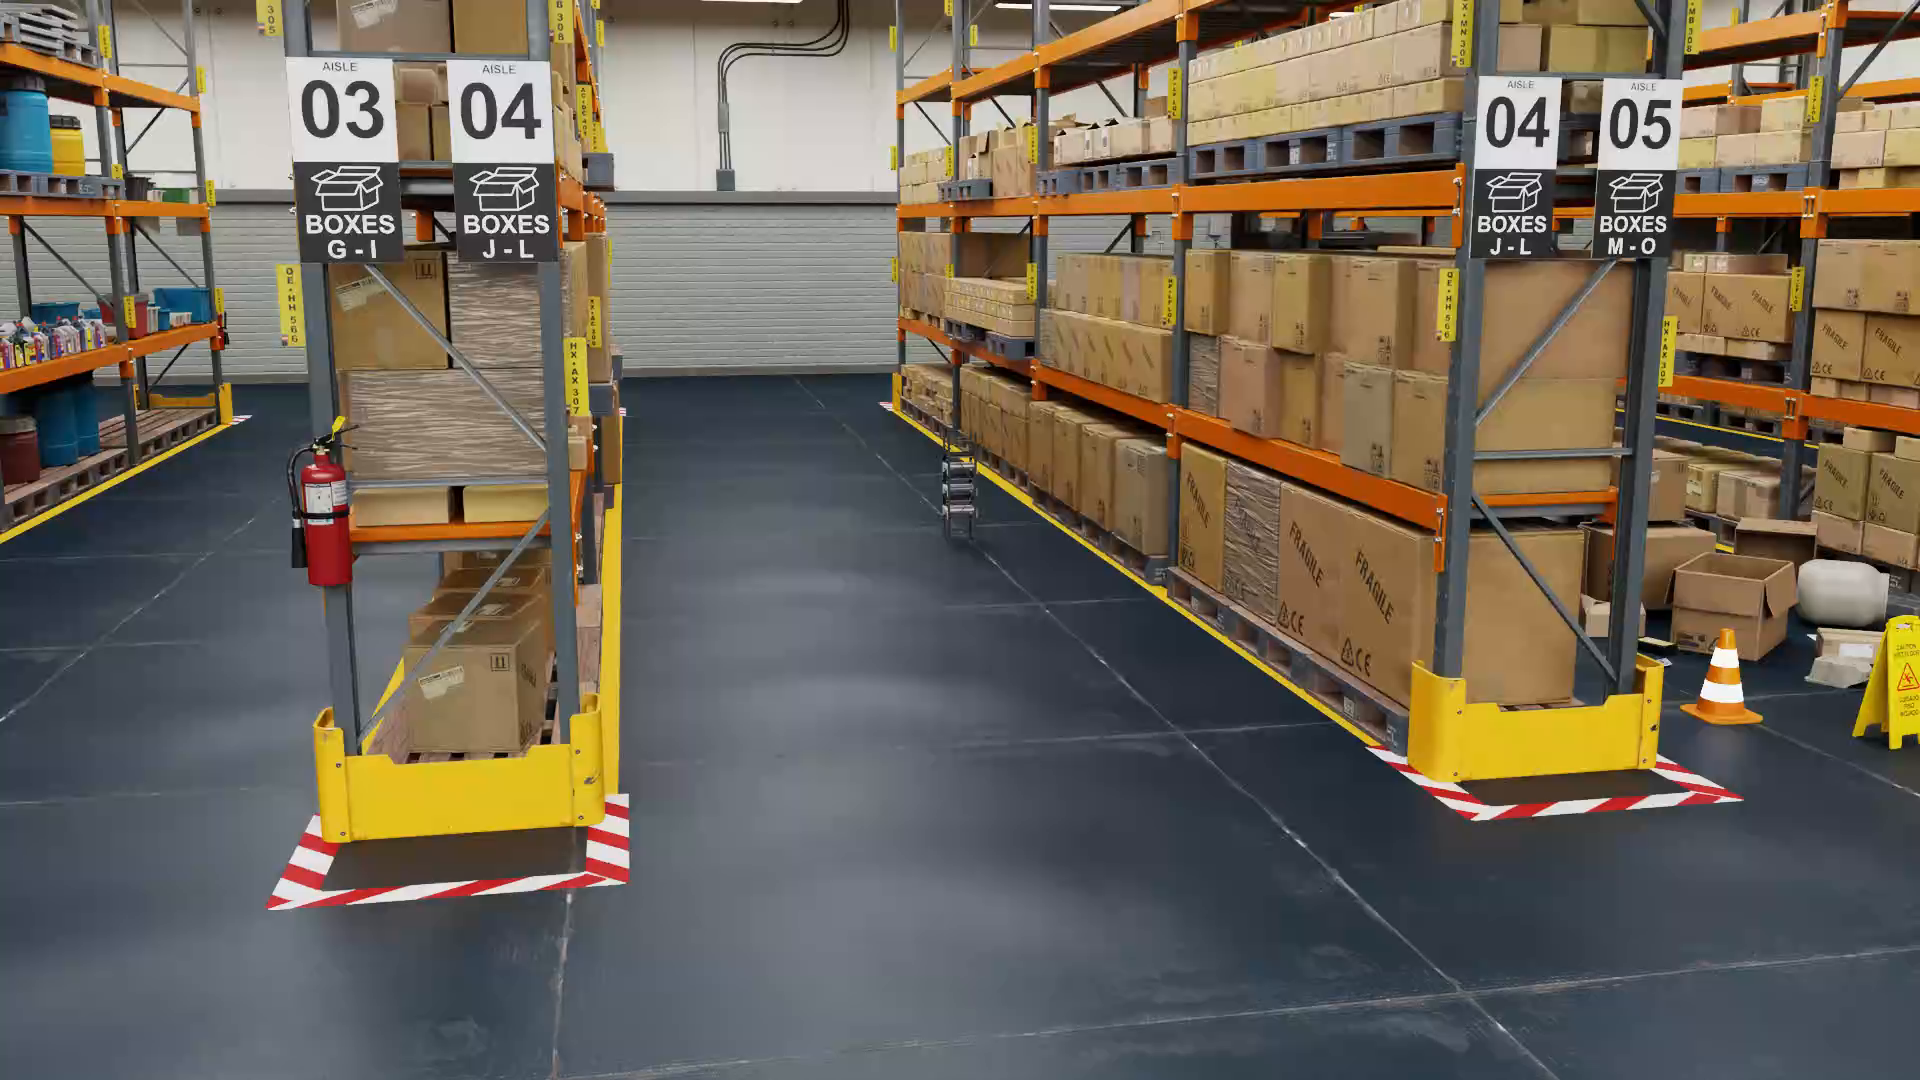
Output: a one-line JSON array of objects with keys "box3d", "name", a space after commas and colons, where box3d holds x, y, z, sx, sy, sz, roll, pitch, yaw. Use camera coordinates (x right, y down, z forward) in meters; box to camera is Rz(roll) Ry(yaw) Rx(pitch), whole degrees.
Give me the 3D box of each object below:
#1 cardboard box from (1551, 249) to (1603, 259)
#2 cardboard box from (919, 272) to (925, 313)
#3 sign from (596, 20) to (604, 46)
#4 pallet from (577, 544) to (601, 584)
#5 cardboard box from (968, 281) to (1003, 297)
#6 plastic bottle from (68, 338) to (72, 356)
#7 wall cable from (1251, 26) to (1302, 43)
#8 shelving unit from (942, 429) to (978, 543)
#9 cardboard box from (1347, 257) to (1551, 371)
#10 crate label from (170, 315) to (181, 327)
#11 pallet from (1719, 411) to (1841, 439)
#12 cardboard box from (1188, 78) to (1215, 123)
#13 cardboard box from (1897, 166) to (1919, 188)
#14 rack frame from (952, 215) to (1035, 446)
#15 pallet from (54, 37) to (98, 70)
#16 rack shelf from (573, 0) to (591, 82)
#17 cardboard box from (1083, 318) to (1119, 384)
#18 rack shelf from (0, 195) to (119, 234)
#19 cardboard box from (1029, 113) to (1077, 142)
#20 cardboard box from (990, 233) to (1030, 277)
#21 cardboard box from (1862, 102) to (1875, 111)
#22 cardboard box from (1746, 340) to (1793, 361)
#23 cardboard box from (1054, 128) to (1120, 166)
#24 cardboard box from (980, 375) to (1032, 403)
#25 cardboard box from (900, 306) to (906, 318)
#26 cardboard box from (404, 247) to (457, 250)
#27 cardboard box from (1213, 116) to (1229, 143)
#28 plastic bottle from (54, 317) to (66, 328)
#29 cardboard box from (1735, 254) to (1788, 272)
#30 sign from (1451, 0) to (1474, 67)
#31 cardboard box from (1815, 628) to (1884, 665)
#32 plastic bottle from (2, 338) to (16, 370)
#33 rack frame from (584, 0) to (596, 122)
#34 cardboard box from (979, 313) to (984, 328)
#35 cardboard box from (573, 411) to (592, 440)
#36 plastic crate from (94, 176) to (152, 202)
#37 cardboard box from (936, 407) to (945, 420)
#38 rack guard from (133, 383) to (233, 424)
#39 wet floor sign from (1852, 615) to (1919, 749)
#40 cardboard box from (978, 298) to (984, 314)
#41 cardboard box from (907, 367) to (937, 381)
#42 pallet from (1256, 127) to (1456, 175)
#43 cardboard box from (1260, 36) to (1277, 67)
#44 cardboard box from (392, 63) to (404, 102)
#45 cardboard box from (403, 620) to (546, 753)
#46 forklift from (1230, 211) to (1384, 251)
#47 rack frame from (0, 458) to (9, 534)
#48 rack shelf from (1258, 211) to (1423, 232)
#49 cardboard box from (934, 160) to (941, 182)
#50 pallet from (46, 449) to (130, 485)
[{"box3d": [6.173, -2.703, 16.932, 0.500, 0.500, 0.500, -2, 11, -13], "name": "cardboard box"}, {"box3d": [-0.229, -3.154, 21.180, 0.500, 0.500, 0.500, -2, 11, -12], "name": "cardboard box"}, {"box3d": [-4.713, -6.632, 21.762, 0.100, 0.325, 0.005, -2, 11, -11], "name": "sign"}, {"box3d": [-3.067, 0.258, 11.775, 1.003, 0.211, 1.213, -2, 11, -11], "name": "pallet"}, {"box3d": [0.293, -2.647, 17.539, 0.380, 0.149, 0.250, -2, 11, -9], "name": "cardboard box"}, {"box3d": [-8.690, -1.893, 16.153, 0.097, 0.201, 0.097, 0, 11, 0], "name": "plastic bottle"}, {"box3d": [6.568, -7.650, 29.721, 2.988, 3.039, 0.133, -2, 11, -11], "name": "wall cable"}, {"box3d": [-0.002, -0.444, 13.620, 0.258, 0.900, 0.210, -2, 11, -11], "name": "shelving unit"}, {"box3d": [2.517, -1.168, 8.523, 0.875, 0.550, 0.550, -2, 11, -11], "name": "cardboard box"}, {"box3d": [-9.650, -2.643, 20.104, 0.396, 0.136, 0.243, -2, 11, -11], "name": "crate label"}, {"box3d": [10.314, -1.460, 20.803, 1.003, 0.211, 1.213, -2, 11, -11], "name": "pallet"}, {"box3d": [1.792, -2.832, 10.747, 0.500, 0.250, 0.500, -2, 11, -11], "name": "cardboard box"}, {"box3d": [6.780, -2.522, 11.573, 0.380, 0.149, 0.250, -2, 11, -11], "name": "cardboard box"}, {"box3d": [0.415, -2.598, 19.324, 1.000, 3.000, 0.127, -2, 11, -11], "name": "rack frame"}, {"box3d": [-9.137, -4.763, 16.230, 1.003, 0.211, 1.213, -2, 11, -11], "name": "pallet"}, {"box3d": [-3.303, -3.733, 12.235, 1.077, 0.370, 4.000, -2, 11, -11], "name": "rack shelf"}, {"box3d": [1.310, -1.544, 13.520, 0.500, 0.500, 0.500, -2, 11, -12], "name": "cardboard box"}, {"box3d": [-8.939, -3.009, 15.387, 1.077, 0.370, 4.000, -2, 11, -11], "name": "rack shelf"}, {"box3d": [0.860, -3.828, 15.448, 0.396, 0.266, 0.258, -2, 11, -11], "name": "cardboard box"}, {"box3d": [0.566, -3.376, 19.674, 0.500, 0.500, 0.500, -2, 11, -10], "name": "cardboard box"}, {"box3d": [6.980, -3.394, 13.424, 0.500, 0.250, 0.500, -2, 11, -12], "name": "cardboard box"}, {"box3d": [6.436, -1.496, 13.085, 0.380, 0.149, 0.250, -2, 11, -10], "name": "cardboard box"}, {"box3d": [1.118, -3.409, 14.409, 0.500, 0.311, 0.500, -2, 11, -11], "name": "cardboard box"}, {"box3d": [0.501, -1.608, 17.681, 0.500, 0.250, 0.500, -2, 11, -9], "name": "cardboard box"}, {"box3d": [-0.621, -3.137, 22.827, 0.380, 0.149, 0.250, -2, 11, -11], "name": "cardboard box"}, {"box3d": [-2.588, -1.105, 7.743, 0.500, 0.500, 0.500, -2, 11, -11], "name": "cardboard box"}, {"box3d": [1.808, -2.564, 10.404, 0.380, 0.149, 0.250, -2, 11, -11], "name": "cardboard box"}, {"box3d": [-8.934, -2.036, 16.503, 0.144, 0.351, 0.185, -2, 11, -11], "name": "plastic bottle"}, {"box3d": [6.750, -2.344, 14.069, 0.380, 0.149, 0.250, -1, 11, -8], "name": "cardboard box"}, {"box3d": [2.214, -2.250, 7.314, 0.100, 0.325, 0.005, -2, 11, -11], "name": "sign"}, {"box3d": [5.349, 0.638, 9.947, 0.380, 0.149, 0.250, 4, 11, 18], "name": "cardboard box"}, {"box3d": [-8.407, -1.637, 14.609, 0.152, 0.276, 0.135, -2, 11, -11], "name": "plastic bottle"}, {"box3d": [-4.470, -5.383, 17.912, 1.000, 3.000, 0.127, -2, 11, -11], "name": "rack frame"}, {"box3d": [0.402, -2.256, 17.078, 0.380, 0.149, 0.250, -2, 11, -9], "name": "cardboard box"}, {"box3d": [-2.397, -0.681, 9.922, 0.380, 0.149, 0.250, -2, 11, -11], "name": "cardboard box"}, {"box3d": [-9.301, -3.903, 18.508, 0.497, 0.269, 0.590, -2, 11, -11], "name": "plastic crate"}, {"box3d": [-0.079, -1.560, 20.372, 0.380, 0.149, 0.250, -2, 11, -13], "name": "cardboard box"}, {"box3d": [-10.124, -1.766, 21.636, 1.175, 0.500, 0.348, -2, 11, -11], "name": "rack guard"}, {"box3d": [4.697, 0.693, 8.331, 0.267, 0.644, 0.232, -4, 12, -21], "name": "wet floor sign"}, {"box3d": [0.397, -2.404, 17.057, 0.380, 0.149, 0.250, -2, 11, -10], "name": "cardboard box"}, {"box3d": [-0.499, -2.224, 22.270, 0.380, 0.149, 0.250, -2, 11, -11], "name": "cardboard box"}, {"box3d": [2.354, -2.187, 9.379, 1.003, 0.211, 1.213, -2, 11, -11], "name": "pallet"}, {"box3d": [1.957, -2.815, 9.593, 0.380, 0.149, 0.250, -2, 11, -11], "name": "cardboard box"}, {"box3d": [-2.496, -1.871, 6.814, 0.380, 0.149, 0.250, -2, 11, -11], "name": "cardboard box"}, {"box3d": [-2.241, 0.671, 7.710, 0.500, 0.500, 0.500, 0, 11, 0], "name": "cardboard box"}, {"box3d": [2.982, -1.662, 14.592, 1.130, 2.935, 3.031, -2, 11, -11], "name": "forklift"}, {"box3d": [-8.550, -1.522, 13.673, 1.000, 3.000, 0.127, -2, 11, -11], "name": "rack frame"}, {"box3d": [4.862, -4.283, 22.081, 1.077, 0.370, 4.000, -2, 11, -11], "name": "rack shelf"}, {"box3d": [-0.014, -4.415, 19.910, 0.500, 0.250, 0.500, -3, 11, -13], "name": "cardboard box"}, {"box3d": [-9.219, -0.743, 17.036, 1.003, 0.211, 1.213, -2, 11, -11], "name": "pallet"}]
